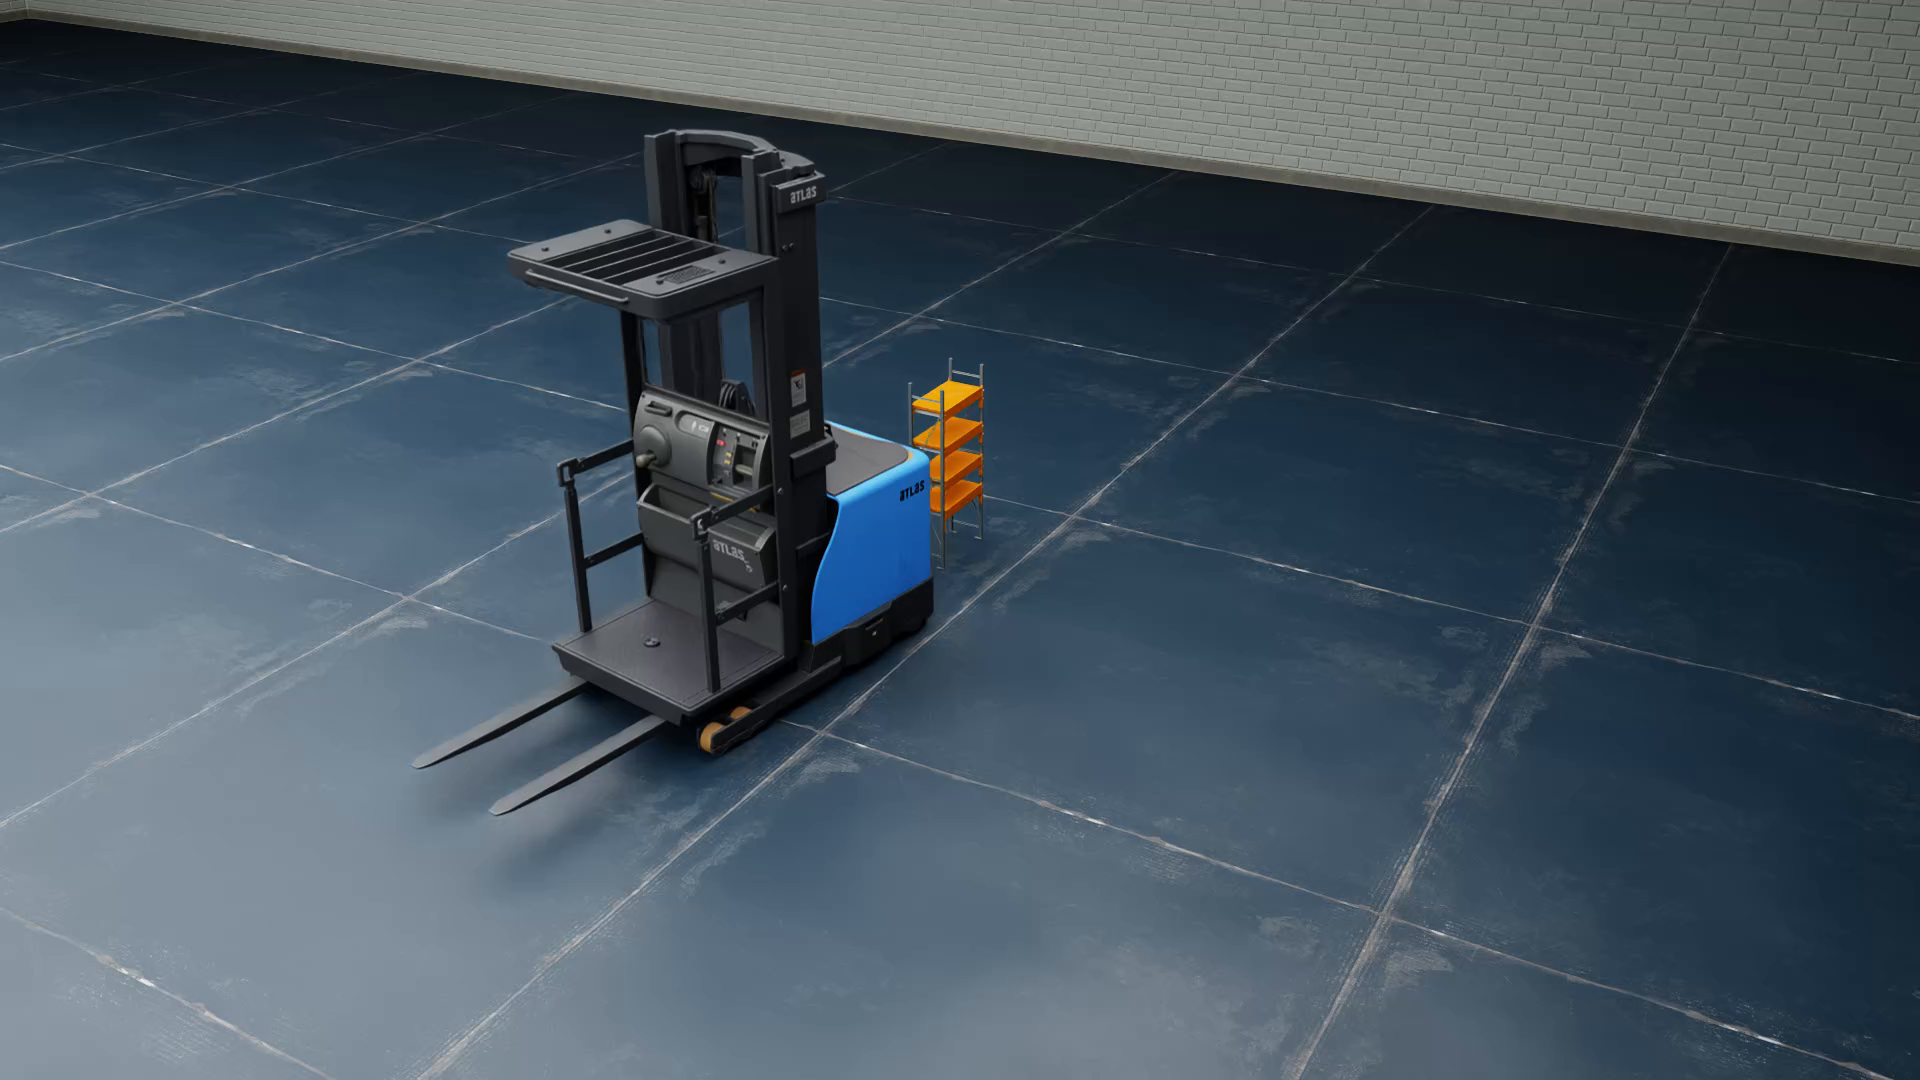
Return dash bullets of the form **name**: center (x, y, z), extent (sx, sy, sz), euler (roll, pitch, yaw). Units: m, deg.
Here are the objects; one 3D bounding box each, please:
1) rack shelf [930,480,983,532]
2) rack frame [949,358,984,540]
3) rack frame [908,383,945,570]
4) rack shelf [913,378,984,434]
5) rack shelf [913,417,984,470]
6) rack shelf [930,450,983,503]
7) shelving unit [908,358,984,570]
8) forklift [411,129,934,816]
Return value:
- **rack shelf**: center (-0.081, -0.234, 10.472), extent (0.258, 0.148, 0.480), euler (14, 30, 26)
- **rack frame**: center (0.039, -0.567, 10.543), extent (0.240, 1.200, 0.015), euler (14, 30, 26)
- **rack frame**: center (-0.201, -0.377, 10.163), extent (0.240, 1.200, 0.015), euler (14, 30, 26)
- **rack shelf**: center (-0.081, -0.823, 10.177), extent (0.258, 0.148, 0.480), euler (14, 30, 26)
- **rack shelf**: center (-0.081, -0.612, 10.283), extent (0.258, 0.148, 0.480), euler (14, 30, 26)
- **rack shelf**: center (-0.081, -0.412, 10.383), extent (0.258, 0.148, 0.480), euler (14, 30, 26)
- **shelving unit**: center (-0.081, -0.472, 10.353), extent (0.258, 1.200, 0.503), euler (14, 30, 26)
- **forklift**: center (-1.466, -0.457, 8.388), extent (1.130, 2.935, 3.031), euler (20, 33, 34)
